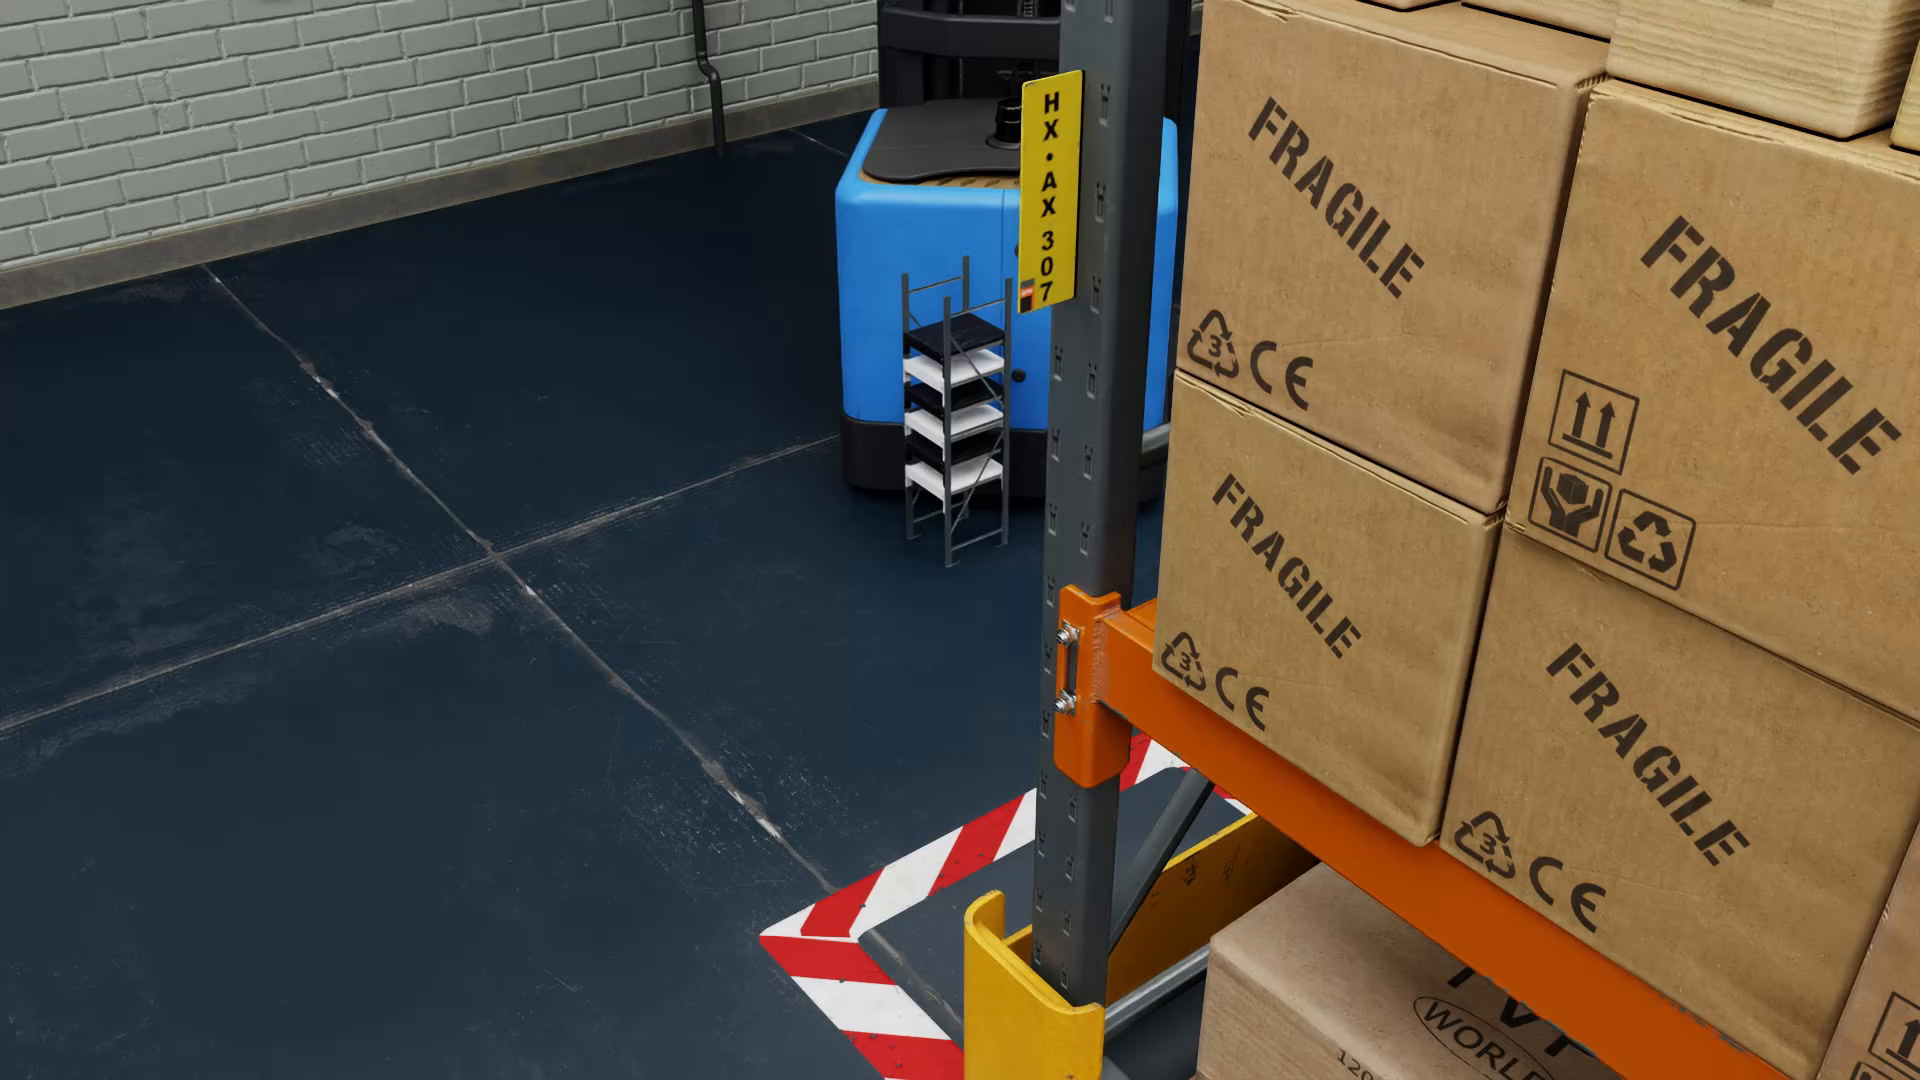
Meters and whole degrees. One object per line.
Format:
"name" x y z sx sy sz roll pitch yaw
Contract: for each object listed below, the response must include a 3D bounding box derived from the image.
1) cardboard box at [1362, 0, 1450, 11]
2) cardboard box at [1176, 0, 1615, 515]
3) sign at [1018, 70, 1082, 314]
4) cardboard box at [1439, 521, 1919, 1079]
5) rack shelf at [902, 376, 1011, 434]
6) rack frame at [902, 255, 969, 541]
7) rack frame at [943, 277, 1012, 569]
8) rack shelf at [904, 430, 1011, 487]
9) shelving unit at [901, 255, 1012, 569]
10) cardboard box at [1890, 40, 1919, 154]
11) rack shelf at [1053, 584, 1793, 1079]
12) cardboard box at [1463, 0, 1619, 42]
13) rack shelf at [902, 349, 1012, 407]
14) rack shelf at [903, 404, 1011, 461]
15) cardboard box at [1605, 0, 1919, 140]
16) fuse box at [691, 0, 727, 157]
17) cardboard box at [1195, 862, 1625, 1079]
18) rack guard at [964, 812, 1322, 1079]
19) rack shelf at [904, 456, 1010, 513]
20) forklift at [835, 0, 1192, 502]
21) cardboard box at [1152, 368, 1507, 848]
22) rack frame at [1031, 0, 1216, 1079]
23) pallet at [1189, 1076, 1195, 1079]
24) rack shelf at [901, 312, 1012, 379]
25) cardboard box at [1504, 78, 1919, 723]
"cardboard box" 0.563 -0.751 1.959 0.380 0.149 0.250 -21 38 -30
"cardboard box" 0.633 -0.421 2.042 0.500 0.500 0.500 -23 39 -32
"sign" 0.122 -0.470 2.268 0.100 0.325 0.005 -22 38 -31
"cardboard box" 0.963 0.207 1.980 0.500 0.500 0.500 -23 38 -32
"rack shelf" -0.009 -0.423 4.971 0.258 0.077 0.200 -22 38 -31
"rack frame" -0.070 -0.418 5.070 0.240 0.900 0.006 -22 38 -31
"rack frame" 0.052 -0.332 4.931 0.240 0.900 0.006 -22 38 -31
"rack shelf" -0.009 -0.270 5.066 0.258 0.077 0.200 -22 38 -31
"shelving unit" -0.009 -0.375 5.000 0.258 0.900 0.210 -22 38 -31
"cardboard box" 1.024 -0.415 1.419 0.380 0.149 0.250 -24 39 -33
"rack shelf" 1.790 0.893 1.650 1.077 0.370 4.000 -22 38 -31
"cardboard box" 0.780 -0.665 1.820 0.380 0.149 0.250 -21 38 -30
"rack shelf" -0.009 -0.499 4.923 0.258 0.077 0.200 -22 38 -31
"rack shelf" -0.009 -0.346 5.018 0.258 0.077 0.200 -22 38 -31
"cardboard box" 0.848 -0.519 1.586 0.380 0.149 0.250 -21 38 -30
"fuse box" -1.164 -2.660 7.910 0.539 1.711 0.414 -22 38 -31
"cardboard box" 1.047 0.907 2.977 0.875 0.438 0.875 -24 39 -33
"rack guard" 0.549 0.806 3.478 1.175 0.500 0.348 -22 38 -31
"rack shelf" -0.009 -0.194 5.113 0.258 0.077 0.200 -22 38 -31
"forklift" 0.282 -2.120 5.885 1.130 2.935 3.031 3 32 5
"cardboard box" 0.631 0.005 2.305 0.500 0.500 0.500 -23 38 -32
"rack frame" 0.564 -0.246 2.803 1.000 3.000 0.127 -22 38 -31
"pallet" 1.116 1.247 3.043 1.003 0.211 1.213 -22 38 -31
"rack shelf" -0.009 -0.576 4.876 0.258 0.077 0.200 -22 38 -31
"cardboard box" 0.955 -0.208 1.699 0.500 0.500 0.500 -23 39 -33
